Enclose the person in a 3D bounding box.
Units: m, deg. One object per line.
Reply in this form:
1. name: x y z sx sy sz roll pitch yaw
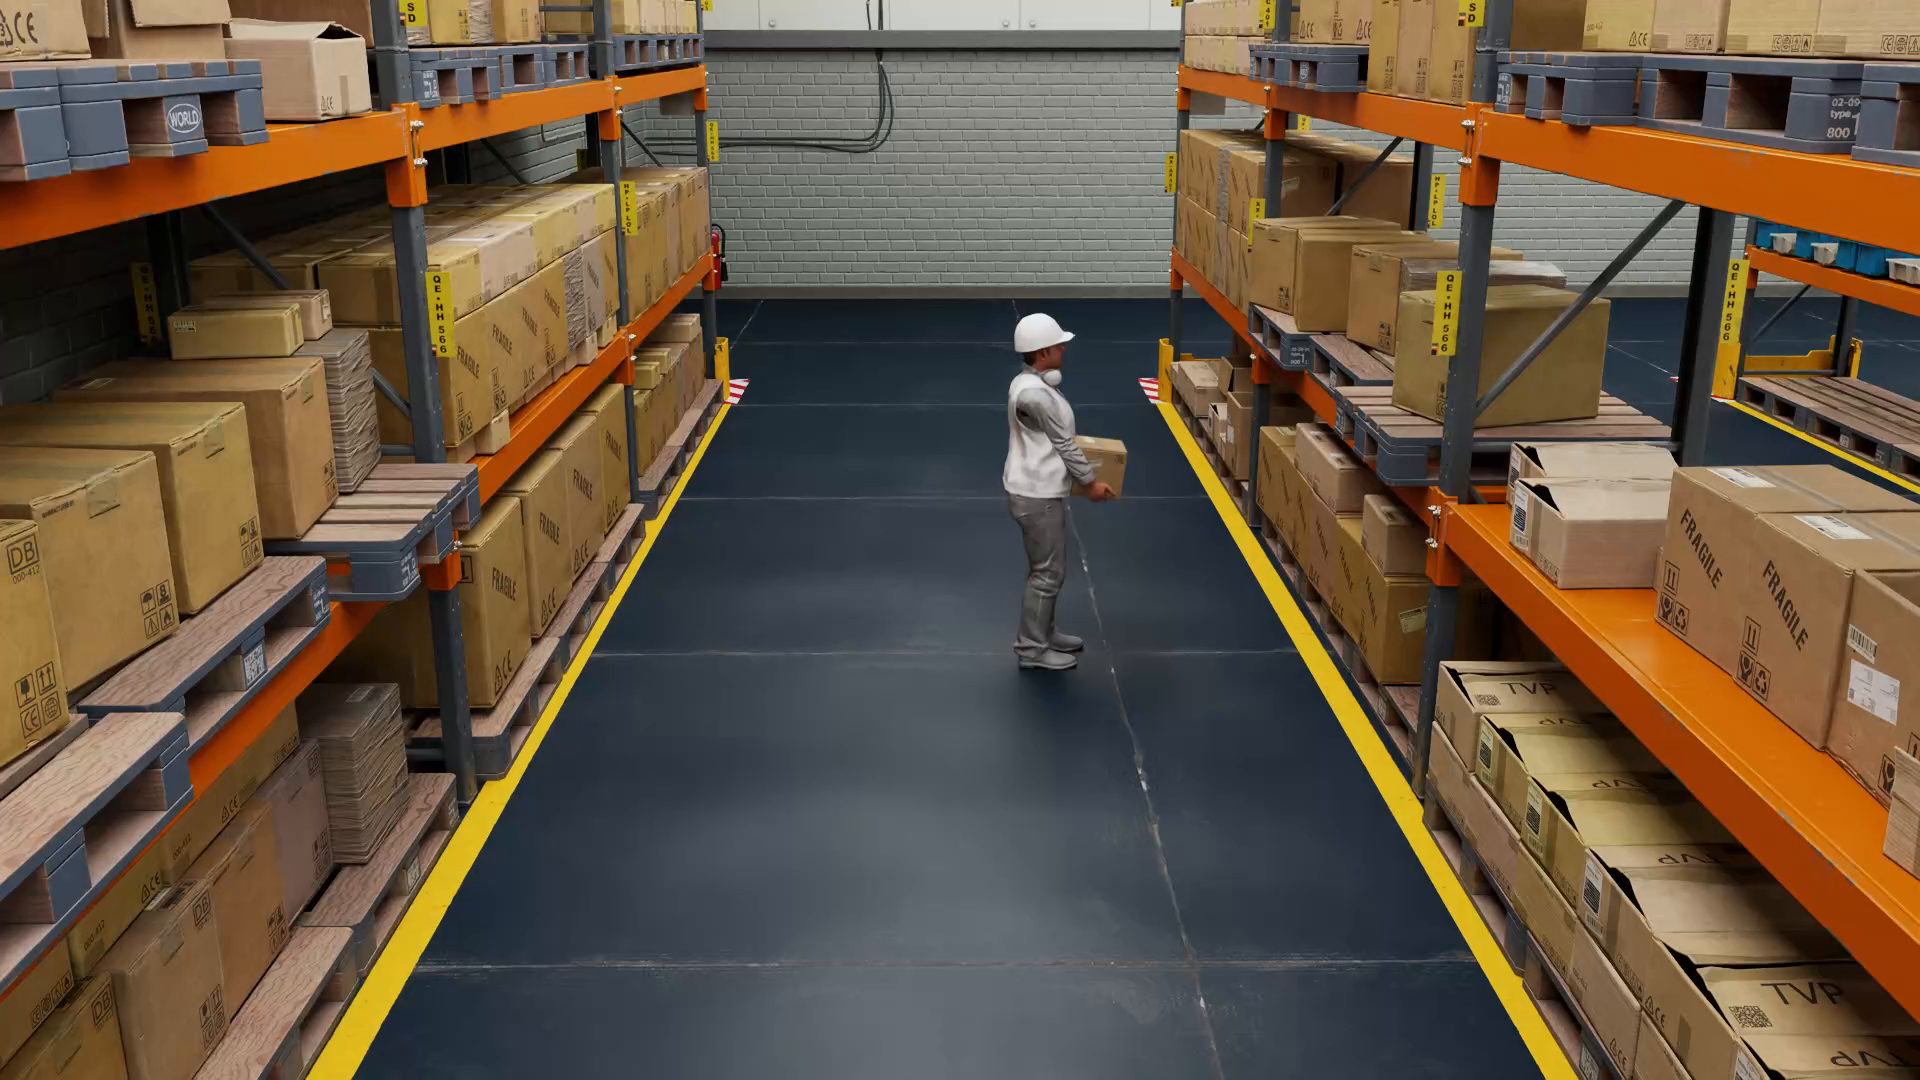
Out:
1. person: 0.491 -0.249 8.324 0.550 1.772 0.495 0 17 -1
